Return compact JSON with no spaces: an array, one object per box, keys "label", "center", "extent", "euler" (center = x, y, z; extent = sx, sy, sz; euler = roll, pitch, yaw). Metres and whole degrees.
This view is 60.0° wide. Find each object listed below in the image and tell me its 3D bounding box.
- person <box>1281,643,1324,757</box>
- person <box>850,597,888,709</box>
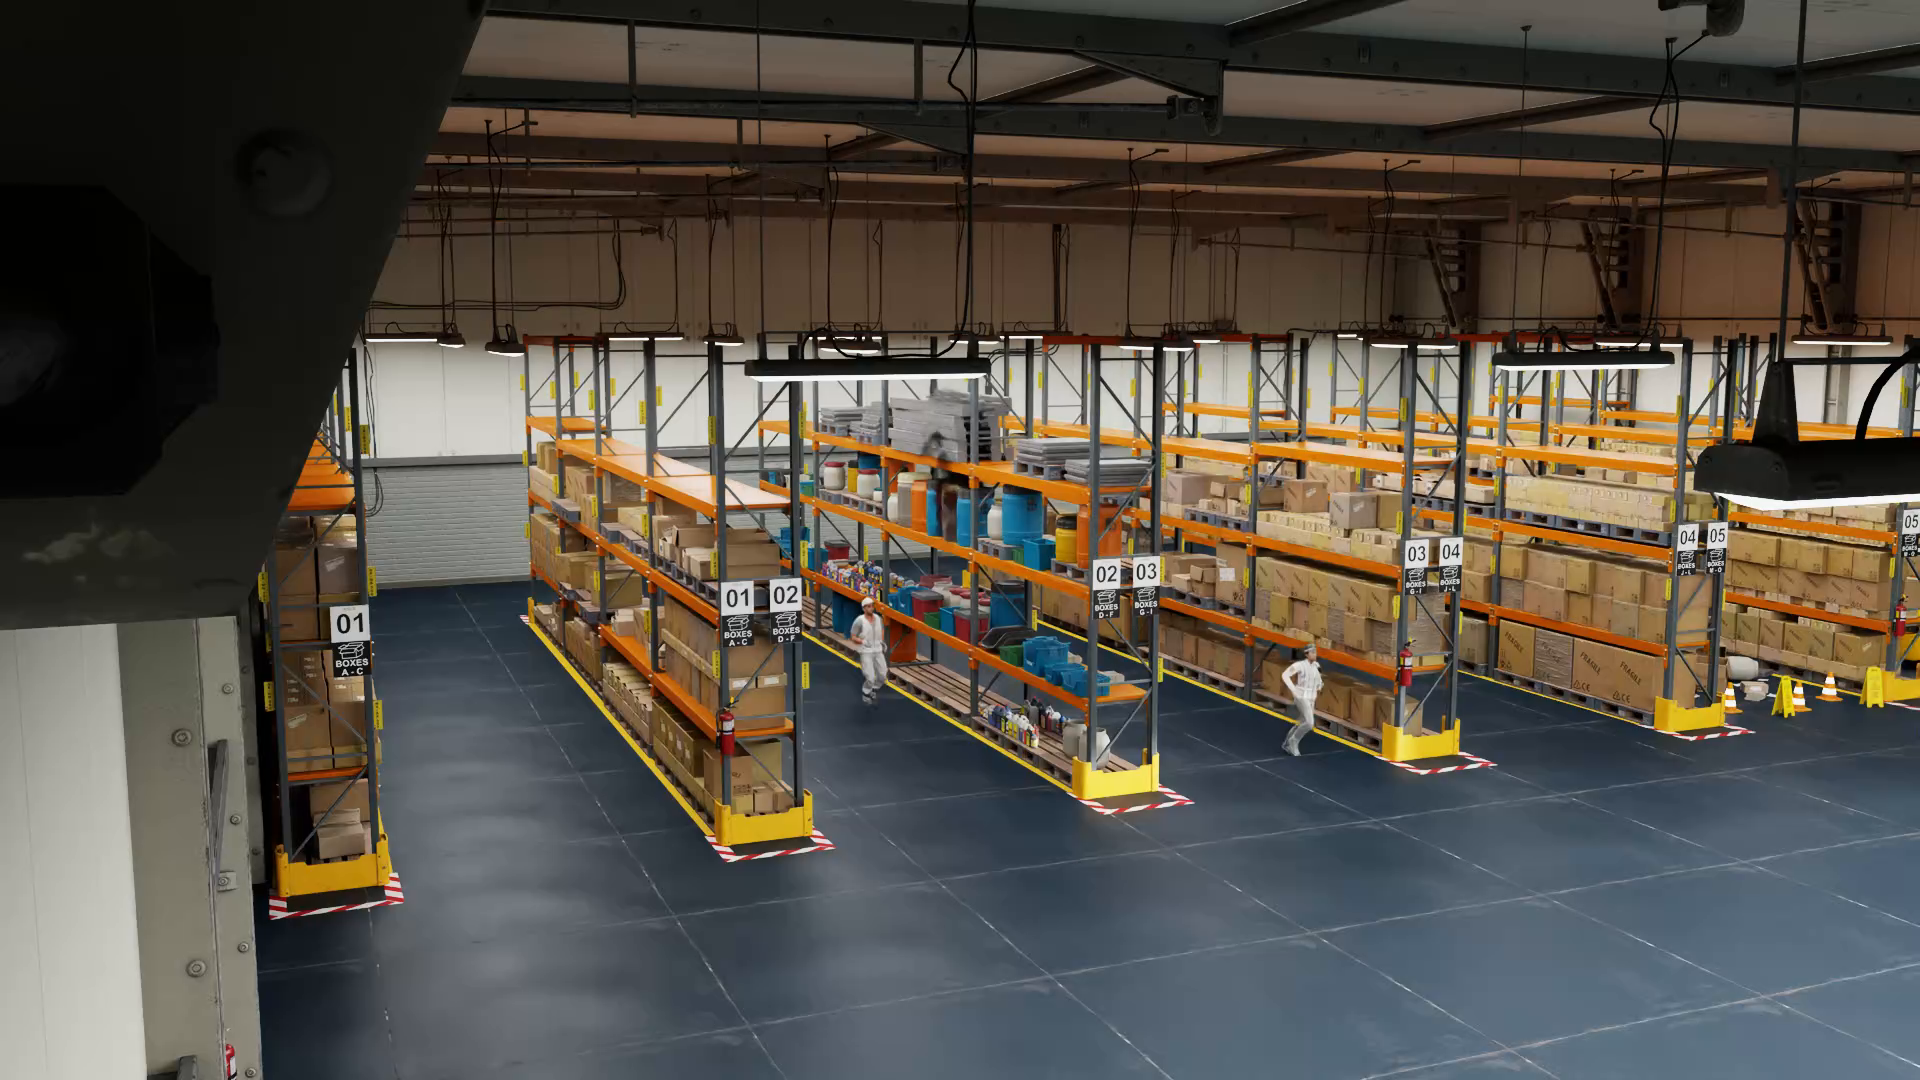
[{"label":"person","center":[5.013,2.303,24.146],"extent":[0.588,1.669,0.611],"euler":[-6,10,-37]},{"label":"person","center":[-1.358,1.788,25.900],"extent":[0.644,1.780,0.575],"euler":[-4,9,-30]}]
